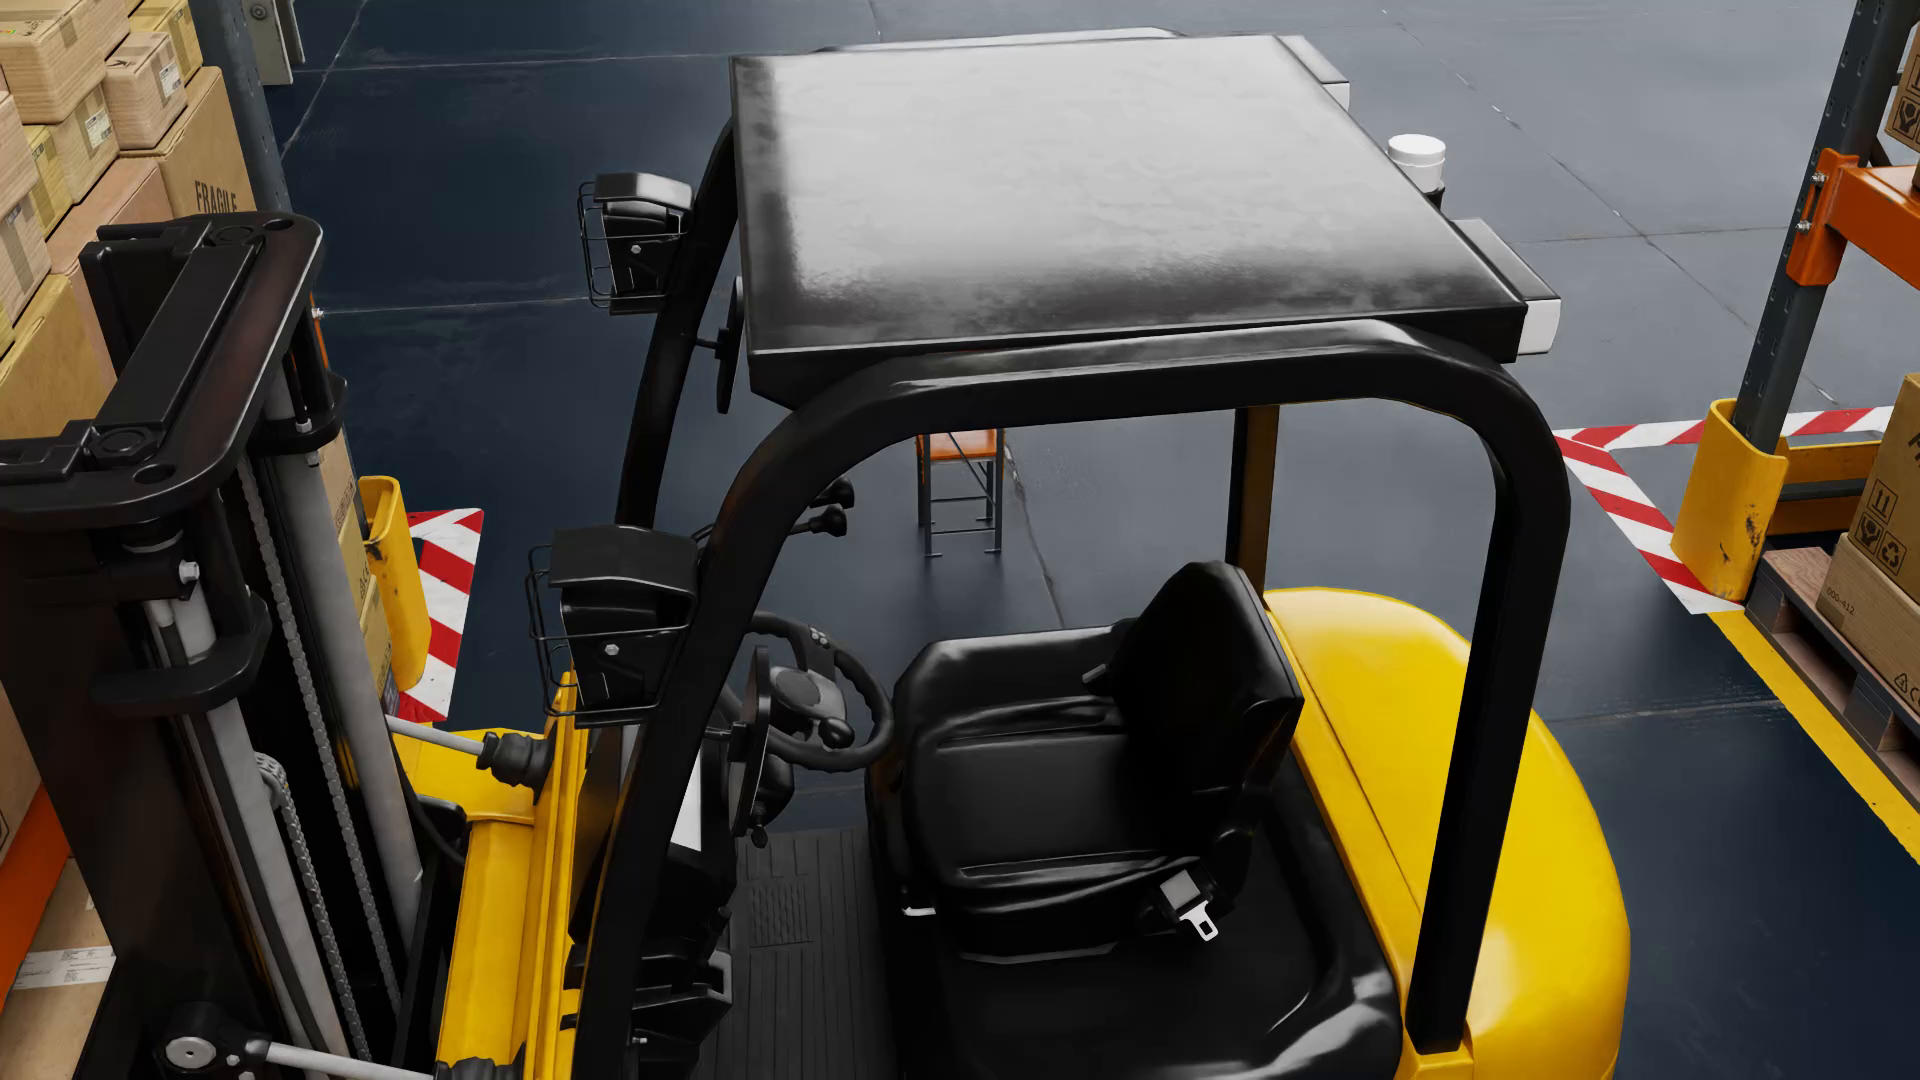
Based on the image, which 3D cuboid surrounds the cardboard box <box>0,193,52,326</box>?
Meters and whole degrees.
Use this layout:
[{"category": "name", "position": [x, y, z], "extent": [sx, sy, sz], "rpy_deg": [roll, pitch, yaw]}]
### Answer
[{"category": "cardboard box", "position": [-1.639, -0.419, 2.536], "extent": [0.380, 0.149, 0.250], "rpy_deg": [-5, 35, -8]}]

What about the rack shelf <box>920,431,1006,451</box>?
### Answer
[{"category": "rack shelf", "position": [-0.002, -0.368, 5.017], "extent": [0.258, 0.103, 0.180], "rpy_deg": [-4, 35, -6]}]

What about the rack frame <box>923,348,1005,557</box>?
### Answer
[{"category": "rack frame", "position": [0.010, -0.453, 4.849], "extent": [0.240, 1.200, 0.006], "rpy_deg": [-4, 35, -6]}]

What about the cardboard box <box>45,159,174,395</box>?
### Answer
[{"category": "cardboard box", "position": [-1.719, -0.352, 3.015], "extent": [0.500, 0.500, 0.500], "rpy_deg": [-3, 34, -5]}]

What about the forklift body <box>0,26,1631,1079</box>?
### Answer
[{"category": "forklift body", "position": [-0.043, 0.415, 2.731], "extent": [2.313, 2.155, 1.214], "rpy_deg": [-4, 35, -6]}]

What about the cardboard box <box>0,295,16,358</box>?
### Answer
[{"category": "cardboard box", "position": [-1.585, -0.279, 2.331], "extent": [0.380, 0.149, 0.250], "rpy_deg": [-4, 34, -6]}]

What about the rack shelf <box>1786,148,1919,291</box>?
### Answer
[{"category": "rack shelf", "position": [3.081, 0.179, 2.962], "extent": [1.077, 0.370, 4.000], "rpy_deg": [-4, 35, -6]}]

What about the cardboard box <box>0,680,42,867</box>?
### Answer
[{"category": "cardboard box", "position": [-1.571, 0.213, 2.185], "extent": [0.500, 0.500, 0.500], "rpy_deg": [-4, 34, -6]}]

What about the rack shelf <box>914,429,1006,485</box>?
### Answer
[{"category": "rack shelf", "position": [-0.002, -0.269, 5.084], "extent": [0.258, 0.103, 0.180], "rpy_deg": [-4, 35, -6]}]

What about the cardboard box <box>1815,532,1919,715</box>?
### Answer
[{"category": "cardboard box", "position": [2.646, 0.200, 4.362], "extent": [0.500, 0.250, 0.500], "rpy_deg": [-5, 35, -7]}]

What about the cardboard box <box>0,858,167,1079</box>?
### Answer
[{"category": "cardboard box", "position": [-1.522, 0.776, 2.629], "extent": [0.500, 0.250, 0.500], "rpy_deg": [-5, 35, -7]}]

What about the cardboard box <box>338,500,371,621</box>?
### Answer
[{"category": "cardboard box", "position": [-1.731, 0.148, 3.994], "extent": [0.500, 0.250, 0.500], "rpy_deg": [-5, 35, -7]}]

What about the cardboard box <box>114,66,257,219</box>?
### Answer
[{"category": "cardboard box", "position": [-1.780, -0.643, 3.440], "extent": [0.500, 0.500, 0.500], "rpy_deg": [-5, 35, -7]}]

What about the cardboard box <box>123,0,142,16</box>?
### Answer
[{"category": "cardboard box", "position": [-1.849, -1.104, 3.278], "extent": [0.380, 0.149, 0.250], "rpy_deg": [-4, 35, -6]}]

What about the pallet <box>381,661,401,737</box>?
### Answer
[{"category": "pallet", "position": [-1.962, 0.720, 4.006], "extent": [1.003, 0.211, 1.213], "rpy_deg": [-4, 35, -6]}]

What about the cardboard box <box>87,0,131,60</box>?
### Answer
[{"category": "cardboard box", "position": [-1.785, -0.969, 3.079], "extent": [0.380, 0.149, 0.250], "rpy_deg": [-4, 35, -6]}]

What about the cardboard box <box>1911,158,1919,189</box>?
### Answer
[{"category": "cardboard box", "position": [2.653, -0.925, 4.167], "extent": [0.380, 0.149, 0.250], "rpy_deg": [-4, 35, -6]}]

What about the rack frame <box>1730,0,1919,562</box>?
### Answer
[{"category": "rack frame", "position": [2.812, -1.234, 4.397], "extent": [1.000, 3.000, 0.127], "rpy_deg": [-4, 35, -6]}]

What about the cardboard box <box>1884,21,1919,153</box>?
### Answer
[{"category": "cardboard box", "position": [2.601, -1.113, 3.866], "extent": [0.500, 0.500, 0.500], "rpy_deg": [-5, 35, -7]}]

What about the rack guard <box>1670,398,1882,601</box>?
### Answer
[{"category": "rack guard", "position": [2.822, -0.159, 5.039], "extent": [1.175, 0.500, 0.348], "rpy_deg": [-4, 35, -6]}]

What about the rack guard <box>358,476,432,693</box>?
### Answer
[{"category": "rack guard", "position": [-2.109, 0.164, 4.566], "extent": [1.175, 0.500, 0.348], "rpy_deg": [-4, 35, -6]}]

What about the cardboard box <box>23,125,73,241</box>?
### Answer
[{"category": "cardboard box", "position": [-1.722, -0.564, 2.749], "extent": [0.380, 0.149, 0.250], "rpy_deg": [-5, 35, -7]}]

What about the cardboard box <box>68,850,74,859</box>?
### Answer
[{"category": "cardboard box", "position": [-1.583, 0.492, 3.045], "extent": [0.500, 0.250, 0.500], "rpy_deg": [-4, 34, -6]}]

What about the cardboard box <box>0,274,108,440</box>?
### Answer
[{"category": "cardboard box", "position": [-1.650, -0.066, 2.595], "extent": [0.500, 0.500, 0.500], "rpy_deg": [-5, 35, -7]}]

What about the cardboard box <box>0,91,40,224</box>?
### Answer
[{"category": "cardboard box", "position": [-1.618, -0.544, 2.455], "extent": [0.380, 0.149, 0.250], "rpy_deg": [-4, 34, -5]}]

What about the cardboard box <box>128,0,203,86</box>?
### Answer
[{"category": "cardboard box", "position": [-1.782, -0.993, 3.379], "extent": [0.380, 0.149, 0.250], "rpy_deg": [-4, 34, -6]}]

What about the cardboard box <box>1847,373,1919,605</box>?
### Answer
[{"category": "cardboard box", "position": [2.650, -0.097, 4.131], "extent": [0.500, 0.500, 0.500], "rpy_deg": [-5, 35, -8]}]

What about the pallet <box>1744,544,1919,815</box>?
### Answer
[{"category": "pallet", "position": [2.896, 0.417, 4.451], "extent": [1.003, 0.211, 1.213], "rpy_deg": [-4, 35, -6]}]

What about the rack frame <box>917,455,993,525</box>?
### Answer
[{"category": "rack frame", "position": [-0.014, -0.555, 4.999], "extent": [0.240, 1.200, 0.006], "rpy_deg": [-4, 35, -6]}]

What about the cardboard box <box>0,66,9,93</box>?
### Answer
[{"category": "cardboard box", "position": [-1.763, -0.681, 2.656], "extent": [0.380, 0.149, 0.250], "rpy_deg": [-4, 34, -6]}]

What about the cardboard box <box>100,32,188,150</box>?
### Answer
[{"category": "cardboard box", "position": [-1.718, -0.853, 3.173], "extent": [0.380, 0.149, 0.250], "rpy_deg": [-4, 34, -6]}]

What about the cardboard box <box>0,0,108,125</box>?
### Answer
[{"category": "cardboard box", "position": [-1.723, -0.825, 2.868], "extent": [0.380, 0.149, 0.250], "rpy_deg": [-4, 34, -5]}]

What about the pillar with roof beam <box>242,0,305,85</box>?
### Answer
[{"category": "pillar with roof beam", "position": [0.553, -6.552, 6.874], "extent": [9.100, 9.000, 0.400], "rpy_deg": [-4, 35, -6]}]

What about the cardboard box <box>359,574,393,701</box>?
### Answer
[{"category": "cardboard box", "position": [-1.730, 0.345, 4.149], "extent": [0.500, 0.250, 0.500], "rpy_deg": [-4, 34, -6]}]

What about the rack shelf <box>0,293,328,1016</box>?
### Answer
[{"category": "rack shelf", "position": [-1.837, 0.557, 2.407], "extent": [1.077, 0.370, 4.000], "rpy_deg": [-4, 35, -6]}]

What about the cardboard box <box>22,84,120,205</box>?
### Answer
[{"category": "cardboard box", "position": [-1.744, -0.703, 2.954], "extent": [0.380, 0.149, 0.250], "rpy_deg": [-4, 34, -5]}]

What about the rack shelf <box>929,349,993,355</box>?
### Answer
[{"category": "rack shelf", "position": [-0.002, -0.566, 4.881], "extent": [0.258, 0.103, 0.180], "rpy_deg": [-4, 35, -6]}]

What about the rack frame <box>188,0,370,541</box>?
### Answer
[{"category": "rack frame", "position": [-2.106, -0.856, 3.842], "extent": [1.000, 3.000, 0.127], "rpy_deg": [-4, 35, -6]}]

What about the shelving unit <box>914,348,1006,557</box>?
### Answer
[{"category": "shelving unit", "position": [-0.002, -0.504, 4.924], "extent": [0.258, 1.200, 0.189], "rpy_deg": [-4, 35, -6]}]

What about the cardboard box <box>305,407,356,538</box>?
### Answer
[{"category": "cardboard box", "position": [-1.735, -0.073, 3.874], "extent": [0.500, 0.250, 0.500], "rpy_deg": [-3, 34, -5]}]
